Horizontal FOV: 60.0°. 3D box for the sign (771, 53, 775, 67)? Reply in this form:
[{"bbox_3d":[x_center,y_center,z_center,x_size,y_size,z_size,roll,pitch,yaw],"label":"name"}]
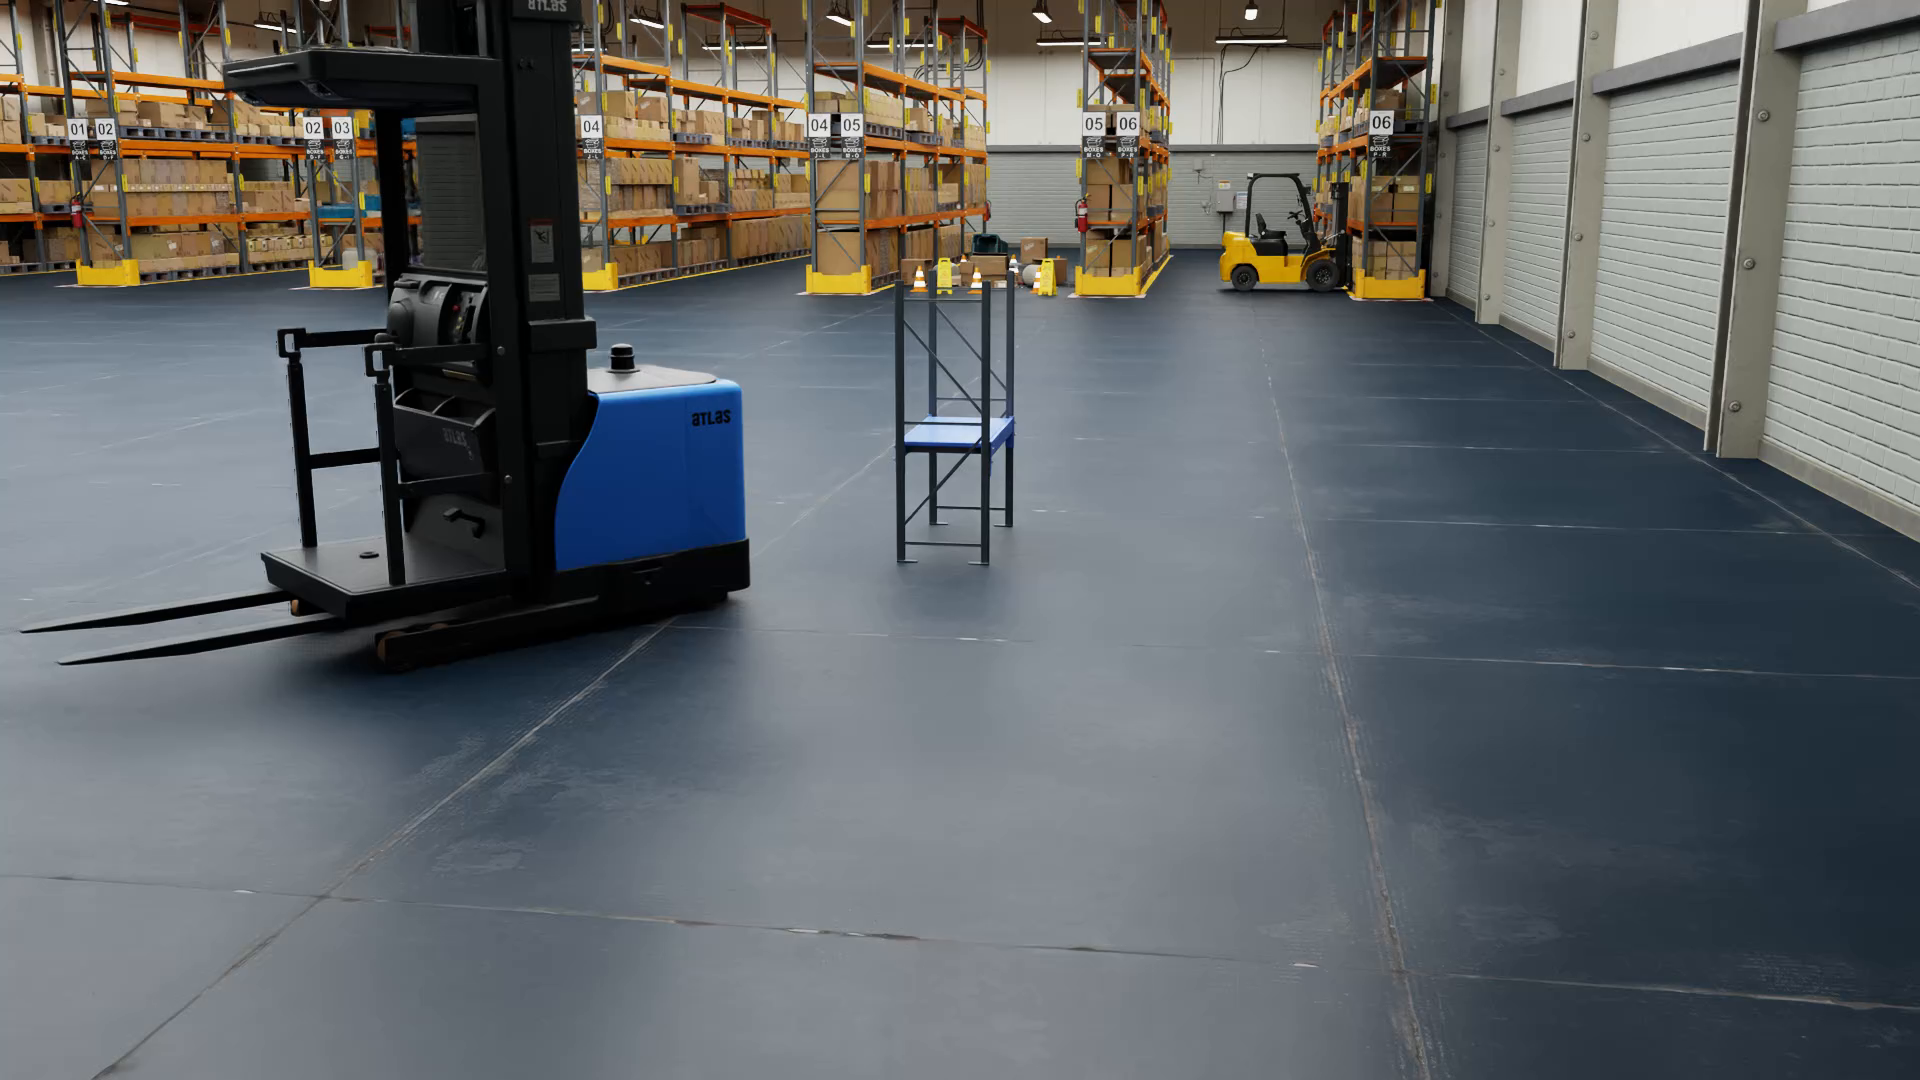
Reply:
[{"bbox_3d":[-4.737,-12.137,42.048,0.100,0.325,0.005,2,12,9],"label":"sign"}]

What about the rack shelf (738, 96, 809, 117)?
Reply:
[{"bbox_3d":[-4.967,-11.526,44.275,1.077,0.370,4.000,2,12,9],"label":"rack shelf"}]

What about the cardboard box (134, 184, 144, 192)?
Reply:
[{"bbox_3d":[-16.597,-7.044,33.282,0.380,0.149,0.250,2,12,7],"label":"cardboard box"}]

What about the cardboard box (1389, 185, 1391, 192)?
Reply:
[{"bbox_3d":[8.143,-6.492,30.720,0.380,0.149,0.250,2,12,8],"label":"cardboard box"}]

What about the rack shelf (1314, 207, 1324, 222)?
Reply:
[{"bbox_3d":[9.730,-8.308,42.632,1.077,0.370,4.000,2,12,9],"label":"rack shelf"}]

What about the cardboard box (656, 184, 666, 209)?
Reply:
[{"bbox_3d":[-6.636,-7.162,34.662,0.875,0.500,0.500,2,12,9],"label":"cardboard box"}]

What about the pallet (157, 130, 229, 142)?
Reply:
[{"bbox_3d":[-16.399,-8.626,35.488,1.003,0.211,1.213,2,12,9],"label":"pallet"}]

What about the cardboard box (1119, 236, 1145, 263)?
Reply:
[{"bbox_3d":[3.307,-5.622,32.209,0.500,0.500,0.500,3,12,12],"label":"cardboard box"}]

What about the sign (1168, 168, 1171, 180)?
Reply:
[{"bbox_3d":[5.666,-9.897,44.989,0.100,0.325,0.005,2,12,9],"label":"sign"}]

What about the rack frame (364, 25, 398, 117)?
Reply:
[{"bbox_3d":[-15.063,-11.979,43.718,1.000,3.000,0.127,2,12,9],"label":"rack frame"}]

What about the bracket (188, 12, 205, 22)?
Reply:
[{"bbox_3d":[-20.418,-13.974,44.432,0.235,0.232,0.430,2,12,9],"label":"bracket"}]

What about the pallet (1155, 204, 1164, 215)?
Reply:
[{"bbox_3d":[3.898,-7.325,36.819,1.213,0.211,1.003,2,12,9],"label":"pallet"}]

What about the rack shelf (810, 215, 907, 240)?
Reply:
[{"bbox_3d":[-1.928,-6.109,32.430,1.077,0.370,4.000,2,12,9],"label":"rack shelf"}]

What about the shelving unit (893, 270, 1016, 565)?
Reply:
[{"bbox_3d":[-0.013,-0.715,9.253,0.538,1.500,1.048,2,12,9],"label":"shelving unit"}]

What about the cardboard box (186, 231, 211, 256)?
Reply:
[{"bbox_3d":[-16.310,-6.297,35.343,0.500,0.500,0.500,2,12,9],"label":"cardboard box"}]

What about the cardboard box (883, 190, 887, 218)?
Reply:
[{"bbox_3d":[-1.909,-6.536,32.346,0.875,0.550,0.500,2,12,9],"label":"cardboard box"}]

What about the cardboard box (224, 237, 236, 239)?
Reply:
[{"bbox_3d":[-16.440,-6.718,37.746,0.500,0.311,0.500,2,12,10],"label":"cardboard box"}]

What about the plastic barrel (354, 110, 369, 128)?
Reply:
[{"bbox_3d":[-11.965,-8.392,32.750,0.600,0.588,0.600,0,12,0],"label":"plastic barrel"}]

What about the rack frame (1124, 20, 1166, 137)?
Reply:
[{"bbox_3d":[4.517,-11.336,40.735,1.000,3.000,0.127,2,12,9],"label":"rack frame"}]

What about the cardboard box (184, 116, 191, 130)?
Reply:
[{"bbox_3d":[-16.714,-8.869,35.288,0.500,0.311,0.500,1,12,6],"label":"cardboard box"}]

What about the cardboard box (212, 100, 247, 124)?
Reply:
[{"bbox_3d":[-16.159,-9.473,36.789,0.500,0.500,0.500,2,12,9],"label":"cardboard box"}]

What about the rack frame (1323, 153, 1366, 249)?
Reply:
[{"bbox_3d":[9.422,-8.243,40.624,1.000,3.000,0.127,2,12,9],"label":"rack frame"}]

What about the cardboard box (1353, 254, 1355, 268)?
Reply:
[{"bbox_3d":[7.430,-5.066,30.226,0.500,0.250,0.500,2,12,8],"label":"cardboard box"}]

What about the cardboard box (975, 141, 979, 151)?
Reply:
[{"bbox_3d":[0.194,-10.345,43.610,0.500,0.250,0.500,2,12,11],"label":"cardboard box"}]

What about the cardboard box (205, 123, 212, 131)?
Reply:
[{"bbox_3d":[-20.202,-10.757,43.885,0.700,0.500,0.500,1,12,6],"label":"cardboard box"}]

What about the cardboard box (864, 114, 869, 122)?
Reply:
[{"bbox_3d":[-1.866,-7.704,30.361,0.380,0.149,0.250,2,12,9],"label":"cardboard box"}]

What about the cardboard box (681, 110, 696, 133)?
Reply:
[{"bbox_3d":[-6.191,-9.072,36.108,0.797,0.503,0.637,2,12,11],"label":"cardboard box"}]

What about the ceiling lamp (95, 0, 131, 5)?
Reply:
[{"bbox_3d":[-18.437,-13.208,35.565,0.800,3.185,2.000,2,12,9],"label":"ceiling lamp"}]

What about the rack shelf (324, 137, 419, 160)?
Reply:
[{"bbox_3d":[-11.707,-7.918,33.702,1.077,0.370,4.000,2,12,9],"label":"rack shelf"}]

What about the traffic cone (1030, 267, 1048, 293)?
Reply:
[{"bbox_3d":[1.463,-4.797,30.652,0.336,0.463,0.334,2,12,9],"label":"traffic cone"}]

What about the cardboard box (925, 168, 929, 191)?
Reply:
[{"bbox_3d":[-1.084,-8.155,37.602,0.700,0.500,0.500,2,12,8],"label":"cardboard box"}]

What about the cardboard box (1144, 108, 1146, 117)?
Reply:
[{"bbox_3d":[3.310,-8.073,31.415,0.380,0.149,0.250,2,12,9],"label":"cardboard box"}]

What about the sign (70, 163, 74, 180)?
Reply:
[{"bbox_3d":[-17.443,-7.251,32.707,0.100,0.325,0.005,2,12,9],"label":"sign"}]

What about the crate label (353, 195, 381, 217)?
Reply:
[{"bbox_3d":[-11.999,-6.796,33.825,0.502,0.435,0.616,2,12,9],"label":"crate label"}]

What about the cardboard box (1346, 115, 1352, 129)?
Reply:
[{"bbox_3d":[8.180,-8.573,34.013,0.500,0.311,0.500,1,12,7],"label":"cardboard box"}]

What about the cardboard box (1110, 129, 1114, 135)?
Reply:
[{"bbox_3d":[2.635,-7.490,30.604,0.380,0.149,0.250,2,12,9],"label":"cardboard box"}]

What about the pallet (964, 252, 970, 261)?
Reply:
[{"bbox_3d":[-0.321,-7.321,42.961,1.003,0.211,1.213,2,12,9],"label":"pallet"}]

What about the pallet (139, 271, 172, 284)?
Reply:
[{"bbox_3d":[-16.832,-5.346,33.797,1.003,0.211,1.213,2,12,9],"label":"pallet"}]

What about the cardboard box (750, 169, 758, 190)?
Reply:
[{"bbox_3d":[-5.482,-8.988,41.461,0.797,0.503,0.637,2,12,9],"label":"cardboard box"}]

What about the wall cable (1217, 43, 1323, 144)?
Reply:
[{"bbox_3d":[9.218,-13.257,49.560,2.988,3.039,0.133,2,12,9],"label":"wall cable"}]

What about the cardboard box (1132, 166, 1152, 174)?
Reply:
[{"bbox_3d":[3.708,-7.541,33.886,0.380,0.149,0.250,2,12,8],"label":"cardboard box"}]

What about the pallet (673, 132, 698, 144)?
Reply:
[{"bbox_3d":[-6.305,-8.559,35.413,1.213,0.211,1.003,2,12,9],"label":"pallet"}]

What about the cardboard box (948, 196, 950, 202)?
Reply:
[{"bbox_3d":[-0.452,-8.265,40.323,0.380,0.149,0.250,2,12,11],"label":"cardboard box"}]

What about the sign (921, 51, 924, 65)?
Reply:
[{"bbox_3d":[-0.923,-11.992,41.374,0.100,0.325,0.005,2,12,9],"label":"sign"}]

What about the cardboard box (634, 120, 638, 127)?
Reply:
[{"bbox_3d":[-6.596,-8.242,32.909,0.380,0.149,0.250,1,12,7],"label":"cardboard box"}]

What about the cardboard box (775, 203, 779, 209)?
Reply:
[{"bbox_3d":[-4.901,-8.653,43.119,0.380,0.149,0.250,2,12,9],"label":"cardboard box"}]

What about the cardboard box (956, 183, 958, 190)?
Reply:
[{"bbox_3d":[-0.258,-8.826,41.516,0.380,0.149,0.250,2,12,11],"label":"cardboard box"}]

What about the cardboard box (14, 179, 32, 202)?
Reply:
[{"bbox_3d":[-20.956,-7.735,36.795,0.500,0.500,0.500,2,12,9],"label":"cardboard box"}]

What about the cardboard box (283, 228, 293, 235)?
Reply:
[{"bbox_3d":[-19.505,-8.664,47.513,0.700,0.500,0.500,1,12,7],"label":"cardboard box"}]

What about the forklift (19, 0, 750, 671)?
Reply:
[{"bbox_3d":[-2.467,-1.010,7.222,3.031,2.935,1.130,-10,16,-40],"label":"forklift"}]

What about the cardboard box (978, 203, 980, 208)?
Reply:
[{"bbox_3d":[0.339,-9.019,44.817,0.380,0.149,0.250,2,12,10],"label":"cardboard box"}]

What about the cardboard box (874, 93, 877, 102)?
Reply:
[{"bbox_3d":[-1.751,-8.249,31.002,0.380,0.149,0.250,2,12,9],"label":"cardboard box"}]
